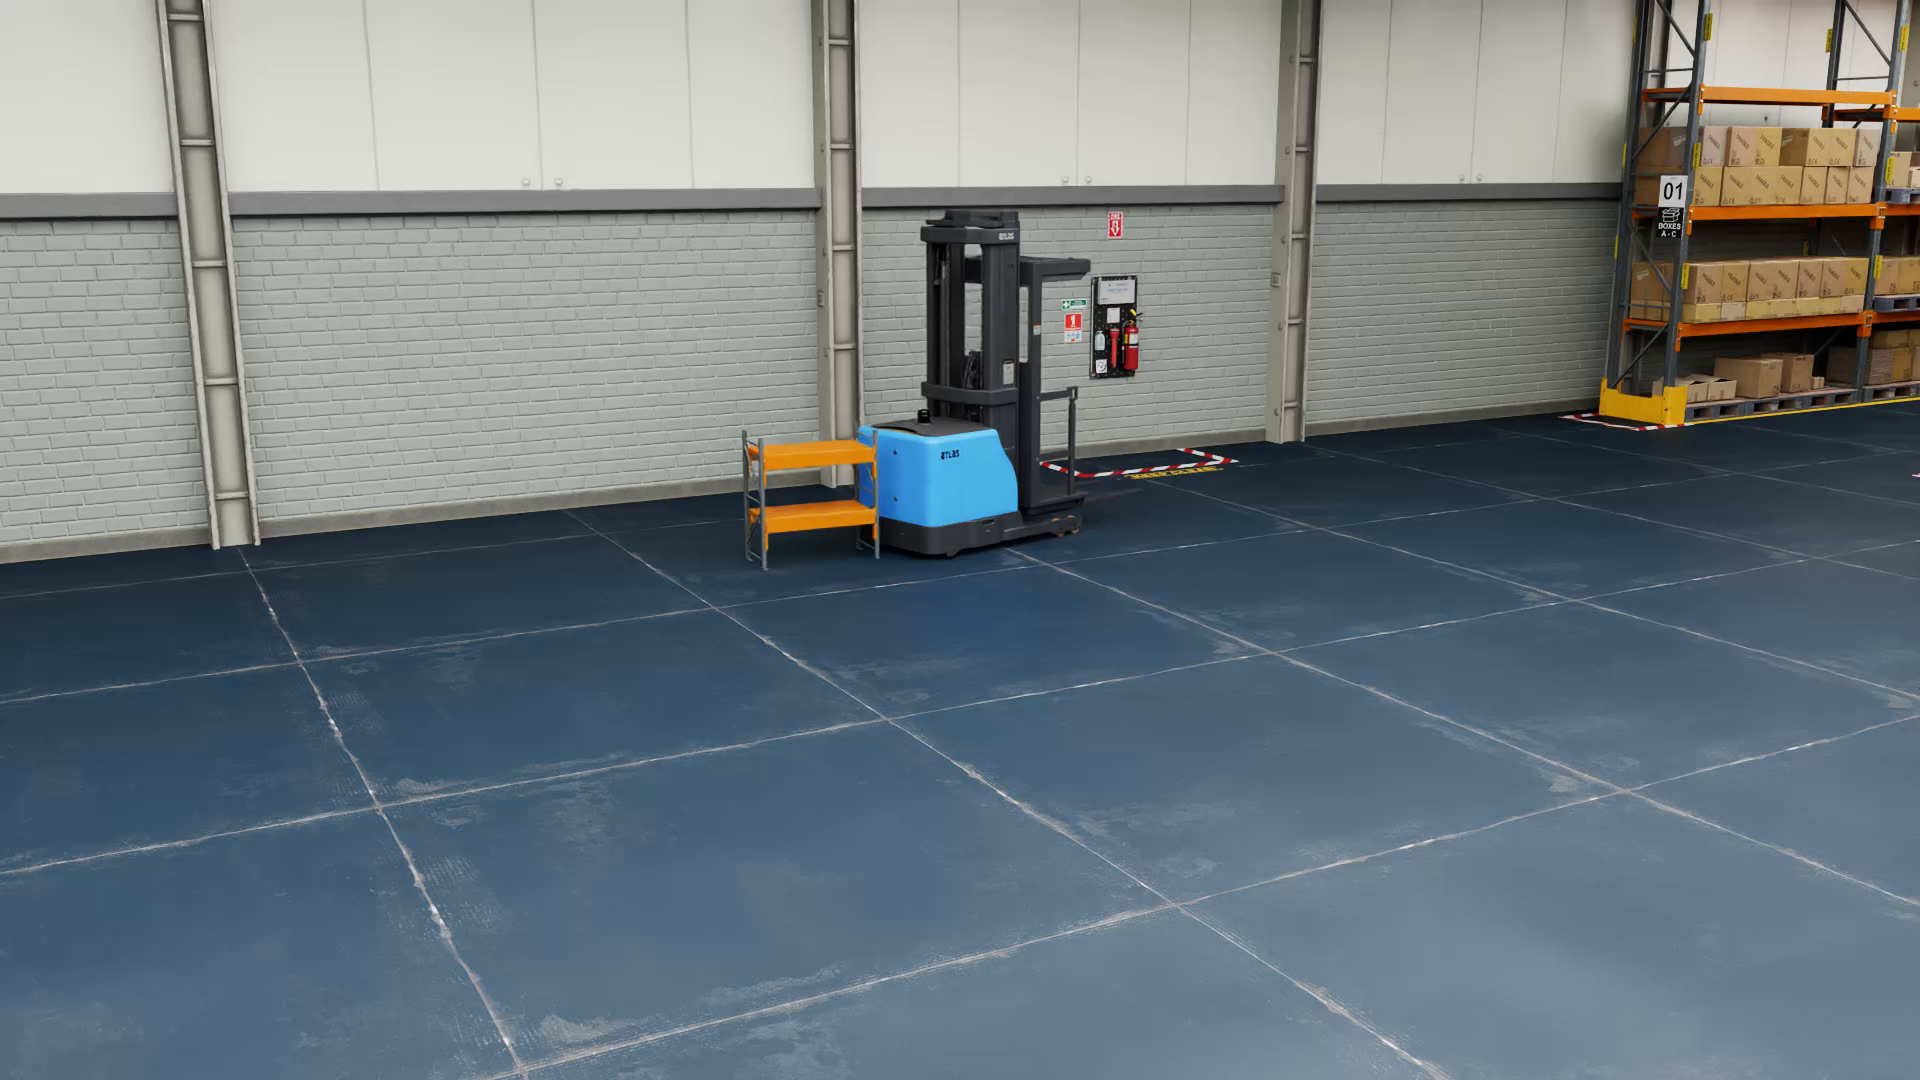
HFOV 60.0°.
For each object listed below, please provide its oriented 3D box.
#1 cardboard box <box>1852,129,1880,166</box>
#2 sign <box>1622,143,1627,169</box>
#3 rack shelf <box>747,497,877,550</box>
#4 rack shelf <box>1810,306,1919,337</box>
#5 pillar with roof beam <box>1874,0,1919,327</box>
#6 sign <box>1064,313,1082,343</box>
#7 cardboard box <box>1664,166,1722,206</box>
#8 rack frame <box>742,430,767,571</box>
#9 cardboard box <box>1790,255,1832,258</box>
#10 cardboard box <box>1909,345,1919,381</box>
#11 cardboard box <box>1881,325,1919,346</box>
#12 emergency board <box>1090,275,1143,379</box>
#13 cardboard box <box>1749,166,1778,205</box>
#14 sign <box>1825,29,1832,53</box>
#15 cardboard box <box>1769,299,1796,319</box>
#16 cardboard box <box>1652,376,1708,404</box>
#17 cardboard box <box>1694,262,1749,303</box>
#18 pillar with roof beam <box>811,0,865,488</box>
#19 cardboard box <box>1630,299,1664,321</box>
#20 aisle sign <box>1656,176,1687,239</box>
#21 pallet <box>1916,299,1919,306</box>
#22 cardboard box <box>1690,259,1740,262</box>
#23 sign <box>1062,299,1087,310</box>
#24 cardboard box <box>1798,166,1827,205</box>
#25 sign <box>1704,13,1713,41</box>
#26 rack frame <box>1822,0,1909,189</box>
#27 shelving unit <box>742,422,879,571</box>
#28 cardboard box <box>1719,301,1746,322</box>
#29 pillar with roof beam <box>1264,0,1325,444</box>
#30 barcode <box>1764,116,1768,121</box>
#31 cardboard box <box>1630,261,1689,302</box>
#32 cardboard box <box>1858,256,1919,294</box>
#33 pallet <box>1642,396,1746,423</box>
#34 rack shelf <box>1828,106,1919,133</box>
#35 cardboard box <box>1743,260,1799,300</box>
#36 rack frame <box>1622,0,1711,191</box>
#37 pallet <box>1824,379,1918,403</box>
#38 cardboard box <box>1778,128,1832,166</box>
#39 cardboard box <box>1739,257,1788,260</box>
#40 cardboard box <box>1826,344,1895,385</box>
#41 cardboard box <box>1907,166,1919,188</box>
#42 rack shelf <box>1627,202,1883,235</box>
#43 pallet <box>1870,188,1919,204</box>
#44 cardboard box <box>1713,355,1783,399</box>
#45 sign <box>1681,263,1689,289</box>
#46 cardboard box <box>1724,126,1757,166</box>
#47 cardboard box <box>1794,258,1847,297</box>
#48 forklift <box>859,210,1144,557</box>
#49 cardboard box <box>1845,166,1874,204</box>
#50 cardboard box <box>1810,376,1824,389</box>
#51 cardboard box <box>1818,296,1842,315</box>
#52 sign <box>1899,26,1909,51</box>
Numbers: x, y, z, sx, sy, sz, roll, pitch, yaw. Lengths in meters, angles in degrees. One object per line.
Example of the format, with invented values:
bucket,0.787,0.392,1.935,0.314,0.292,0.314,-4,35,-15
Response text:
cardboard box,12.279,-5.410,22.933,0.500,0.500,0.500,-8,15,-33
sign,8.830,-5.089,22.040,0.005,0.325,0.100,-7,14,-28
rack shelf,-1.278,-0.147,14.316,1.000,0.278,0.538,-6,14,-24
rack shelf,14.345,-3.364,24.865,4.000,0.370,1.077,-7,14,-28
pillar with roof beam,16.607,-6.053,21.509,0.400,9.000,9.100,-7,14,-28
sign,1.290,-2.420,18.948,0.234,0.329,0.001,-7,14,-28
cardboard box,9.492,-4.593,21.581,0.500,0.500,0.500,-6,14,-26
rack frame,-1.740,-0.340,14.057,0.032,1.125,0.500,-6,14,-24
cardboard box,12.077,-3.798,23.743,0.500,0.500,0.500,-7,15,-29
cardboard box,14.124,-2.691,24.924,0.500,0.500,0.700,-7,14,-27
cardboard box,14.067,-3.049,24.809,0.500,0.250,0.500,-7,15,-29
emergency board,1.824,-2.441,19.122,0.643,1.169,0.194,-7,14,-28
cardboard box,10.434,-4.698,22.048,0.500,0.500,0.500,-6,14,-25
sign,12.318,-7.071,23.545,0.005,0.325,0.100,-7,14,-28
cardboard box,11.002,-3.173,22.674,0.500,0.250,0.500,-7,14,-27
cardboard box,9.729,-2.042,22.475,0.500,0.311,0.500,-9,15,-34
cardboard box,10.080,-3.429,22.102,0.500,0.500,0.500,-7,14,-28
pillar with roof beam,0.808,-4.159,13.095,0.400,9.000,9.100,-7,14,-28
cardboard box,9.396,-3.107,22.380,0.500,0.250,0.500,-7,14,-27
aisle sign,9.159,-4.287,21.406,0.004,0.787,0.394,-7,14,-28
pallet,14.382,-3.616,24.782,1.213,0.211,1.003,-7,14,-28
cardboard box,10.288,-3.583,22.788,0.500,0.500,0.500,-7,15,-29
sign,1.298,-2.677,18.885,0.331,0.109,0.001,-7,14,-28
cardboard box,11.346,-4.810,22.544,0.500,0.500,0.500,-7,15,-30
sign,9.338,-6.401,20.747,0.005,0.325,0.100,-7,14,-28
rack frame,12.589,-6.432,23.193,0.127,3.000,1.000,-7,14,-28
shelving unit,-1.278,-0.386,14.263,1.048,1.125,0.538,-6,14,-24
cardboard box,10.108,-3.068,22.207,0.500,0.250,0.500,-7,15,-30
pillar with roof beam,6.075,-4.790,15.900,0.400,9.000,9.100,-7,14,-28
barcode,11.163,-5.832,23.032,0.075,0.075,0.001,-7,14,-28
cardboard box,9.390,-3.477,22.316,0.500,0.500,0.500,-7,14,-28
cardboard box,13.546,-3.873,24.256,0.500,0.500,0.700,-5,14,-22
pallet,9.875,-1.810,22.673,1.213,0.211,1.003,-7,14,-28
rack shelf,14.345,-6.096,24.251,4.000,0.370,1.077,-7,14,-28
cardboard box,10.984,-3.539,22.589,0.500,0.500,0.500,-6,14,-26
rack frame,9.078,-6.011,21.323,0.127,3.000,1.000,-7,14,-28
pallet,13.272,-2.227,24.523,1.213,0.211,1.003,-7,14,-28
cardboard box,11.350,-5.293,22.414,0.500,0.500,0.500,-7,15,-30
cardboard box,11.181,-3.693,23.276,0.500,0.500,0.500,-6,14,-26
cardboard box,13.227,-2.581,24.436,0.500,0.500,0.700,-6,14,-26
cardboard box,13.648,-5.237,23.961,0.500,0.311,0.500,-6,14,-26
rack shelf,10.834,-4.407,22.666,4.000,0.370,1.077,-7,14,-28
pallet,13.182,-4.921,23.740,1.003,0.211,1.213,-7,14,-28
cardboard box,10.897,-2.262,23.021,0.500,0.500,0.700,-8,15,-31
sign,9.338,-3.402,21.422,0.005,0.325,0.100,-7,14,-28
cardboard box,9.997,-5.131,21.693,0.500,0.500,0.500,-7,14,-29
cardboard box,11.887,-3.644,23.059,0.500,0.500,0.500,-7,14,-28
forklift,0.489,-1.537,15.264,3.031,2.935,1.130,-12,17,-42
cardboard box,12.262,-4.926,23.060,0.500,0.500,0.500,-6,14,-26
cardboard box,12.134,-2.275,23.838,0.250,0.166,0.380,-9,16,-35
cardboard box,11.877,-3.282,23.159,0.500,0.250,0.500,-7,14,-28
sign,12.833,-6.820,22.608,0.005,0.325,0.100,-7,14,-28
